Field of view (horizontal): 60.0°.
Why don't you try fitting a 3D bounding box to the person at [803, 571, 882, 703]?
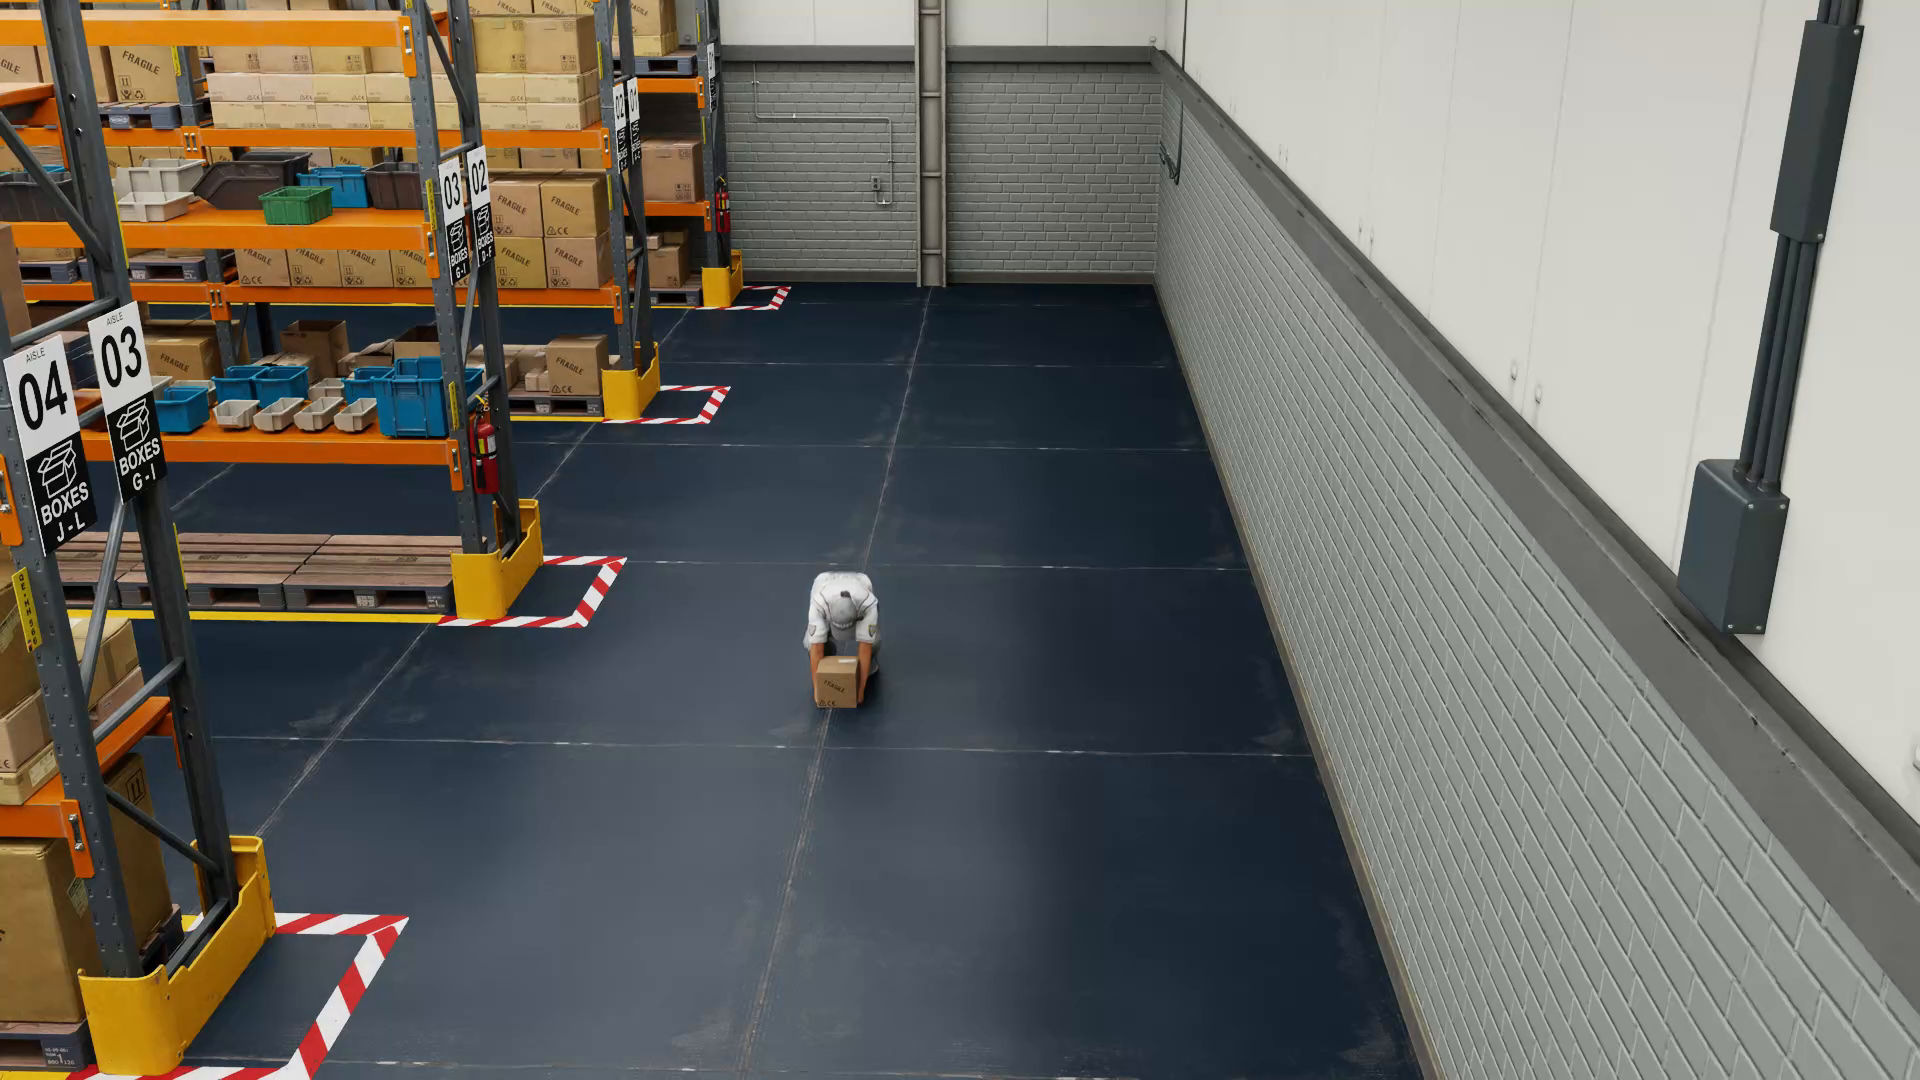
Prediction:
[{"bbox_3d":[-0.764,0.588,10.900,0.513,0.772,0.919,0,21,1],"label":"person"}]
